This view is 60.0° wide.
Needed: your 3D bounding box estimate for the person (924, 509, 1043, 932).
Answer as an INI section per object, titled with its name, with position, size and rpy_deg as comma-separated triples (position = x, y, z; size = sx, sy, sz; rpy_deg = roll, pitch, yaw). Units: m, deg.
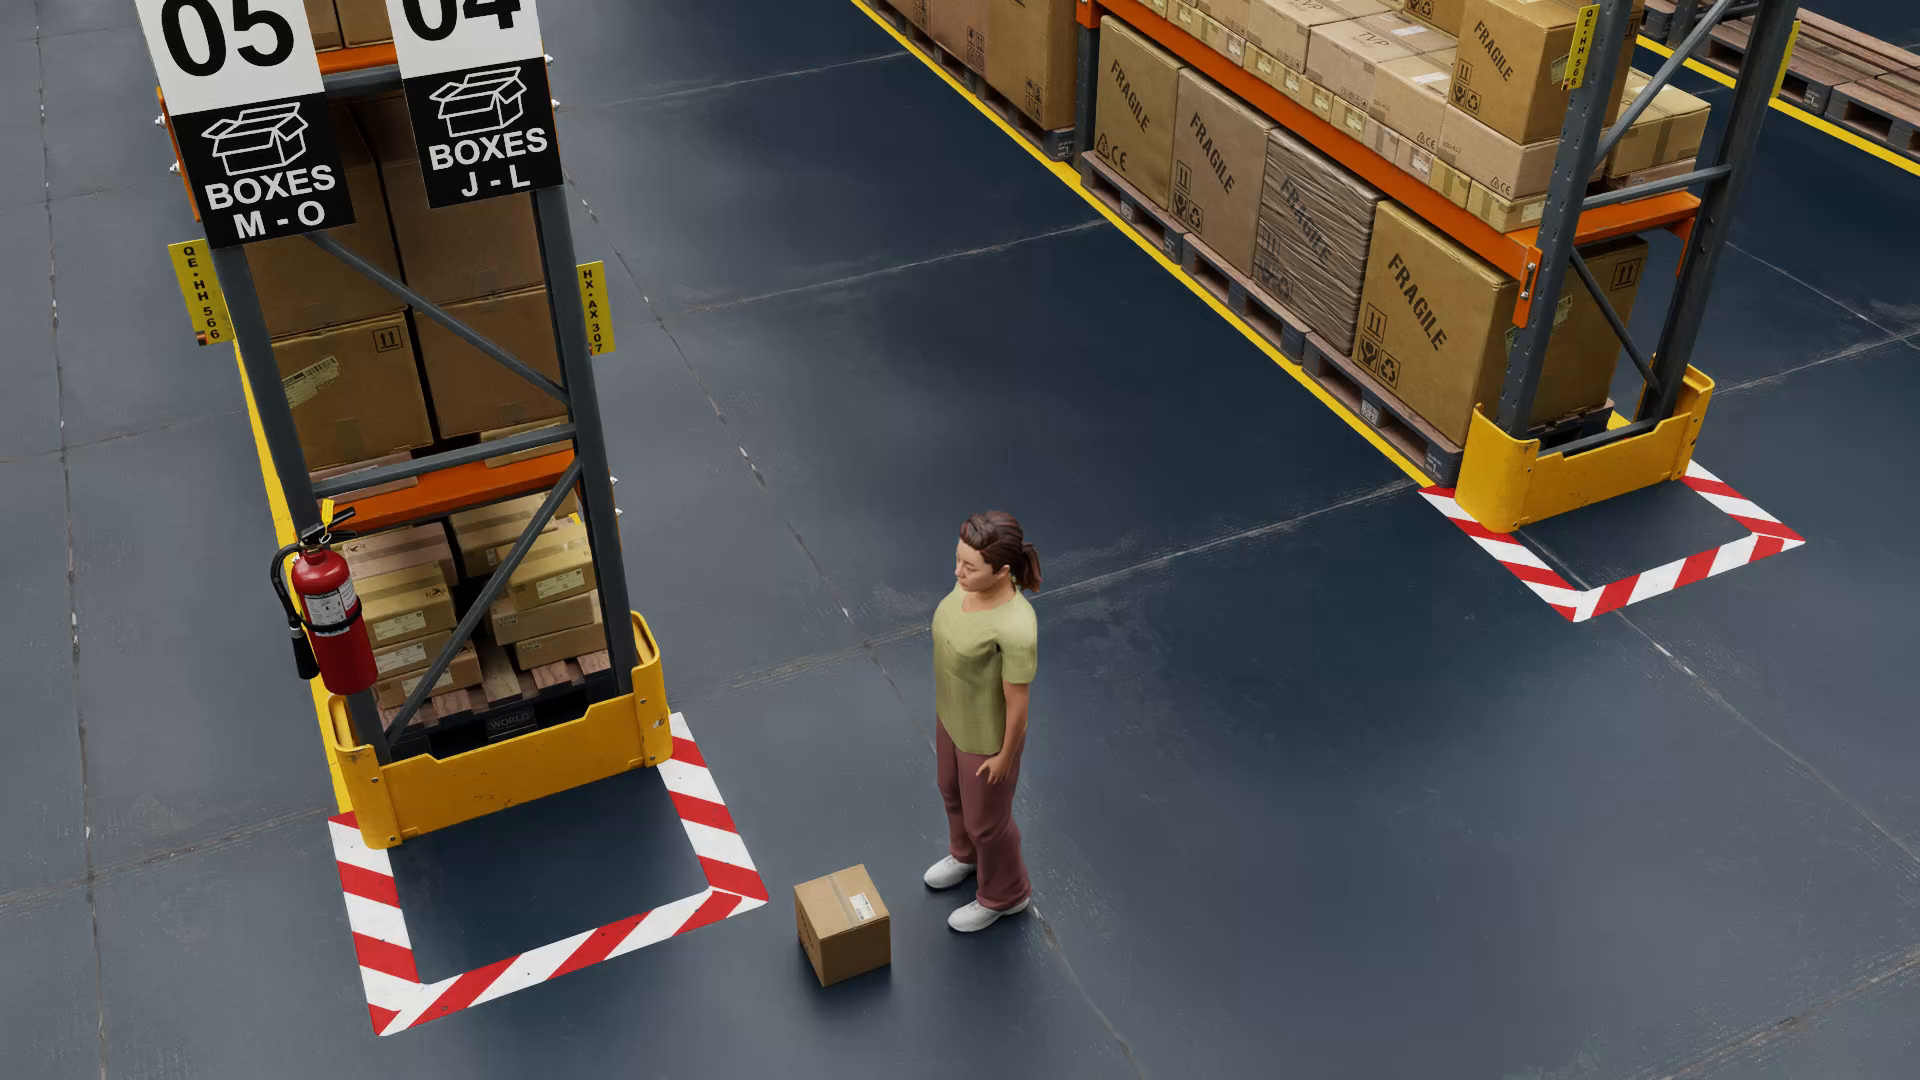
[person]
position = 0.085, 0.592, 5.384
size = 0.360, 1.669, 0.441
rpy_deg = -15, 40, -18
